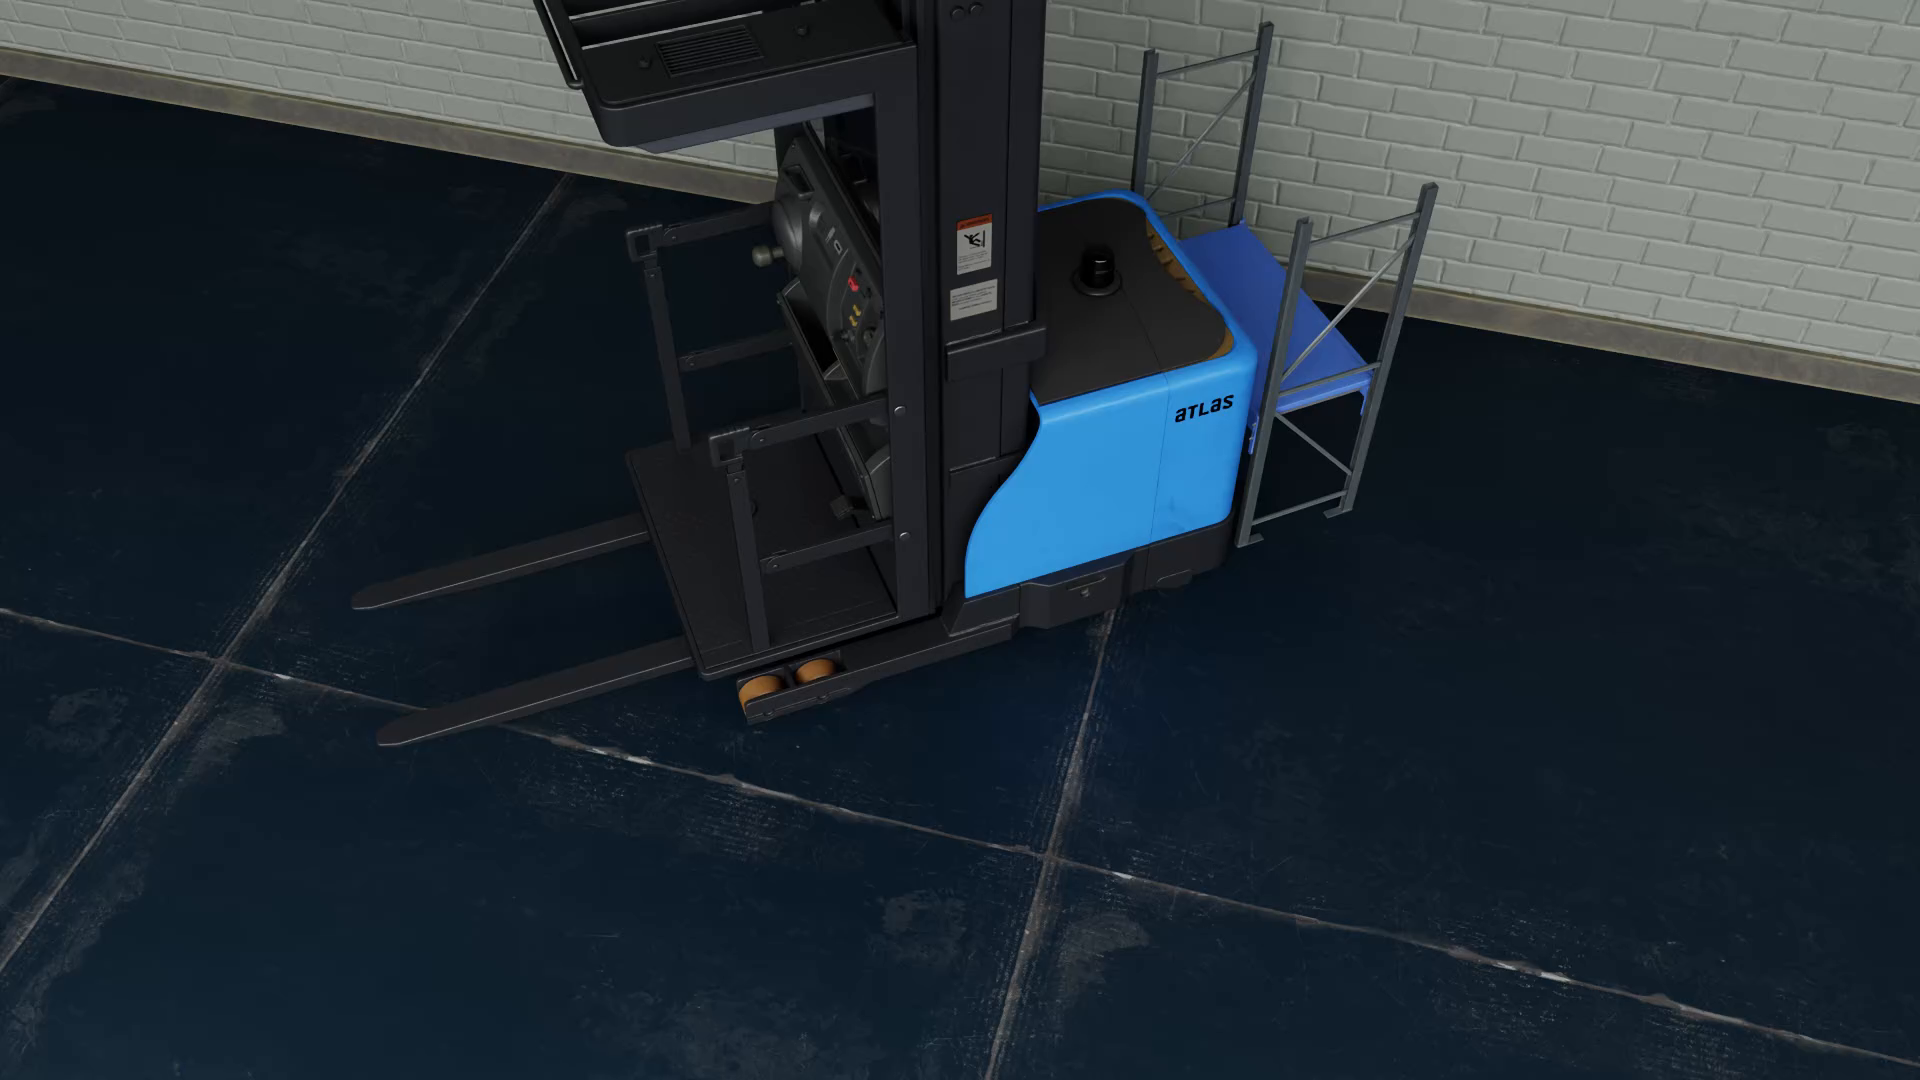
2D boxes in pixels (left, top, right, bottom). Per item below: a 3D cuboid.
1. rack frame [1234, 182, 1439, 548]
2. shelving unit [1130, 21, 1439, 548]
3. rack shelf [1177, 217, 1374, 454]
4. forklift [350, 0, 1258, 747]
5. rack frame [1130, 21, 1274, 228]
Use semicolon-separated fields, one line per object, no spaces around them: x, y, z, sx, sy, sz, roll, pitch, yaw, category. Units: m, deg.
1.267;-0.550;5.733;0.500;1.500;0.032;-18;51;-15;rack frame
1.066;-0.900;6.042;0.538;1.500;1.048;-18;51;-15;shelving unit
1.065;-0.780;6.176;0.538;0.185;1.000;-18;51;-15;rack shelf
-0.586;-0.800;5.001;3.031;2.935;1.130;-16;51;-14;forklift
0.865;-1.250;6.351;0.500;1.500;0.032;-18;51;-15;rack frame
